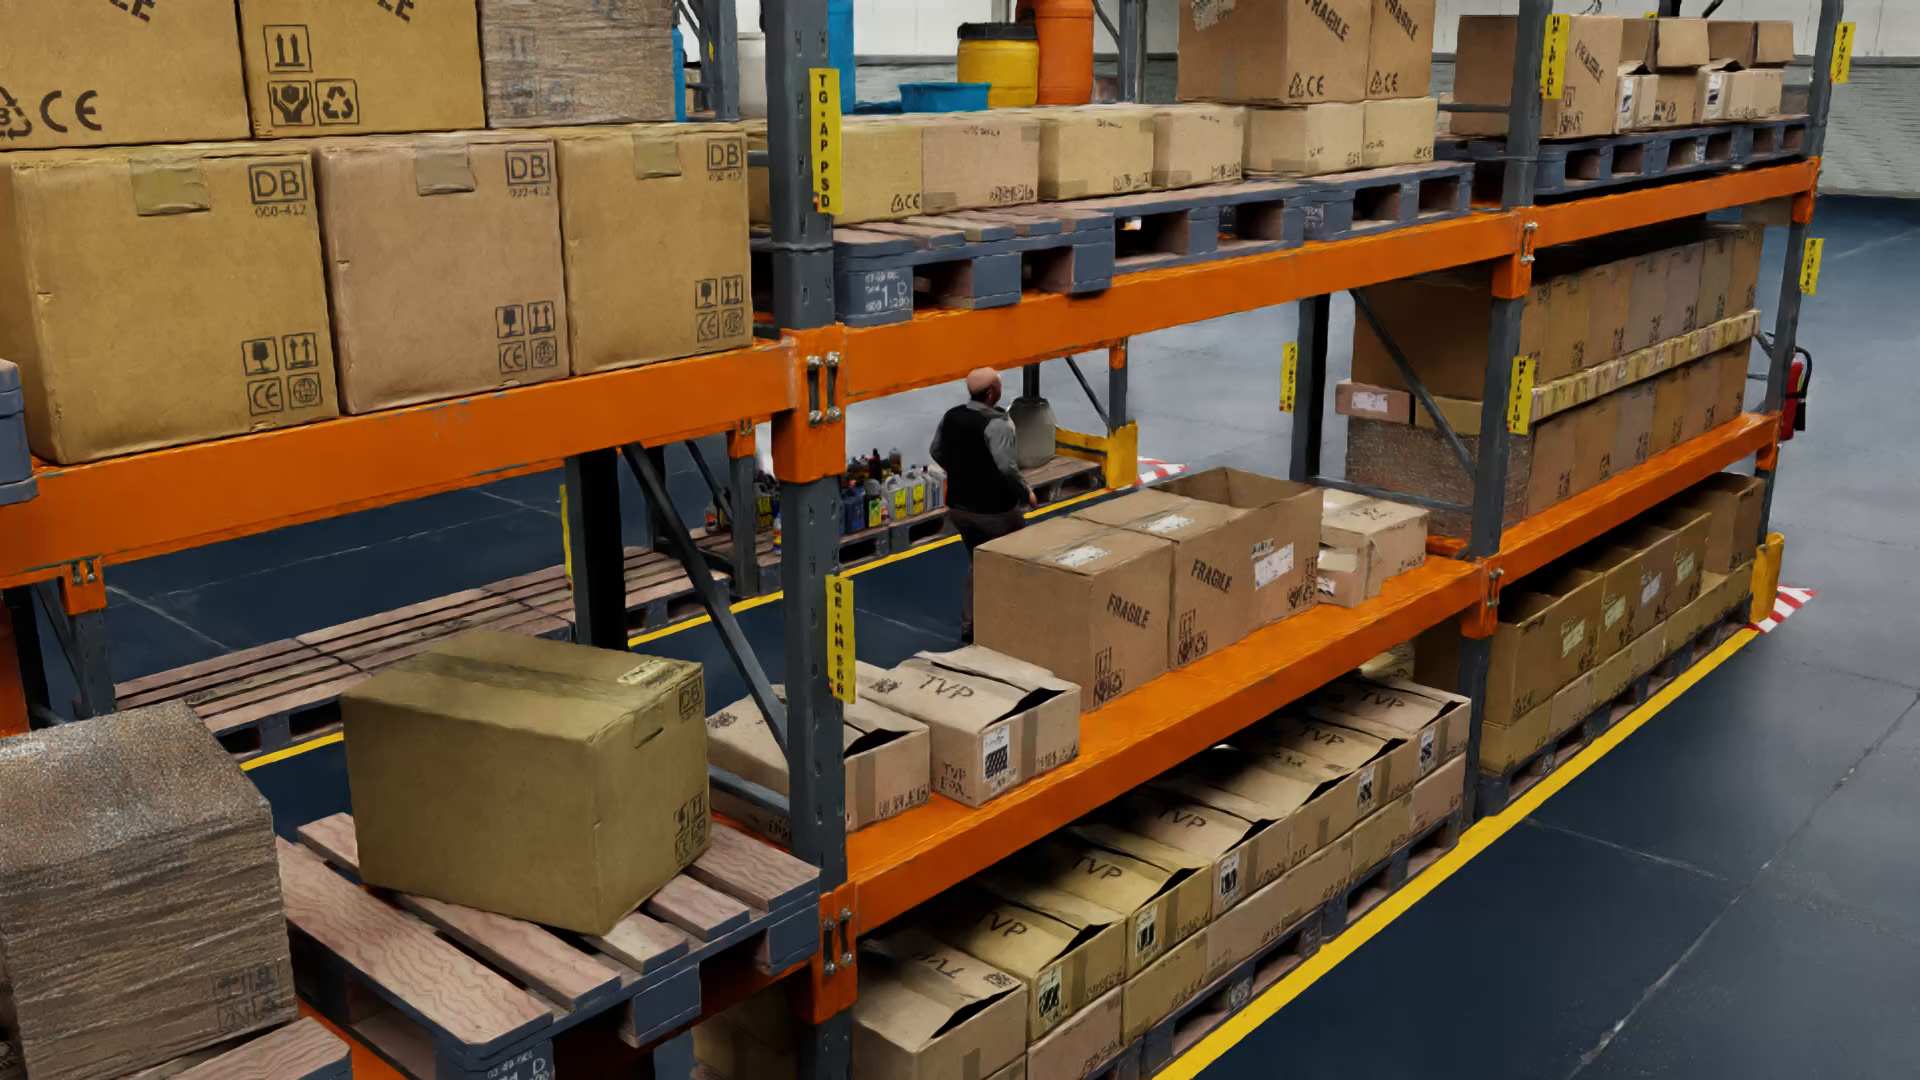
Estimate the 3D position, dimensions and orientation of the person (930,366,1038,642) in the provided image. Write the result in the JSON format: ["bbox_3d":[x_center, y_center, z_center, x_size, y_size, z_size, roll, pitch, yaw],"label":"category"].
[{"bbox_3d":[0.156,-0.209,9.846,0.701,1.691,0.509,12,20,34],"label":"person"}]
